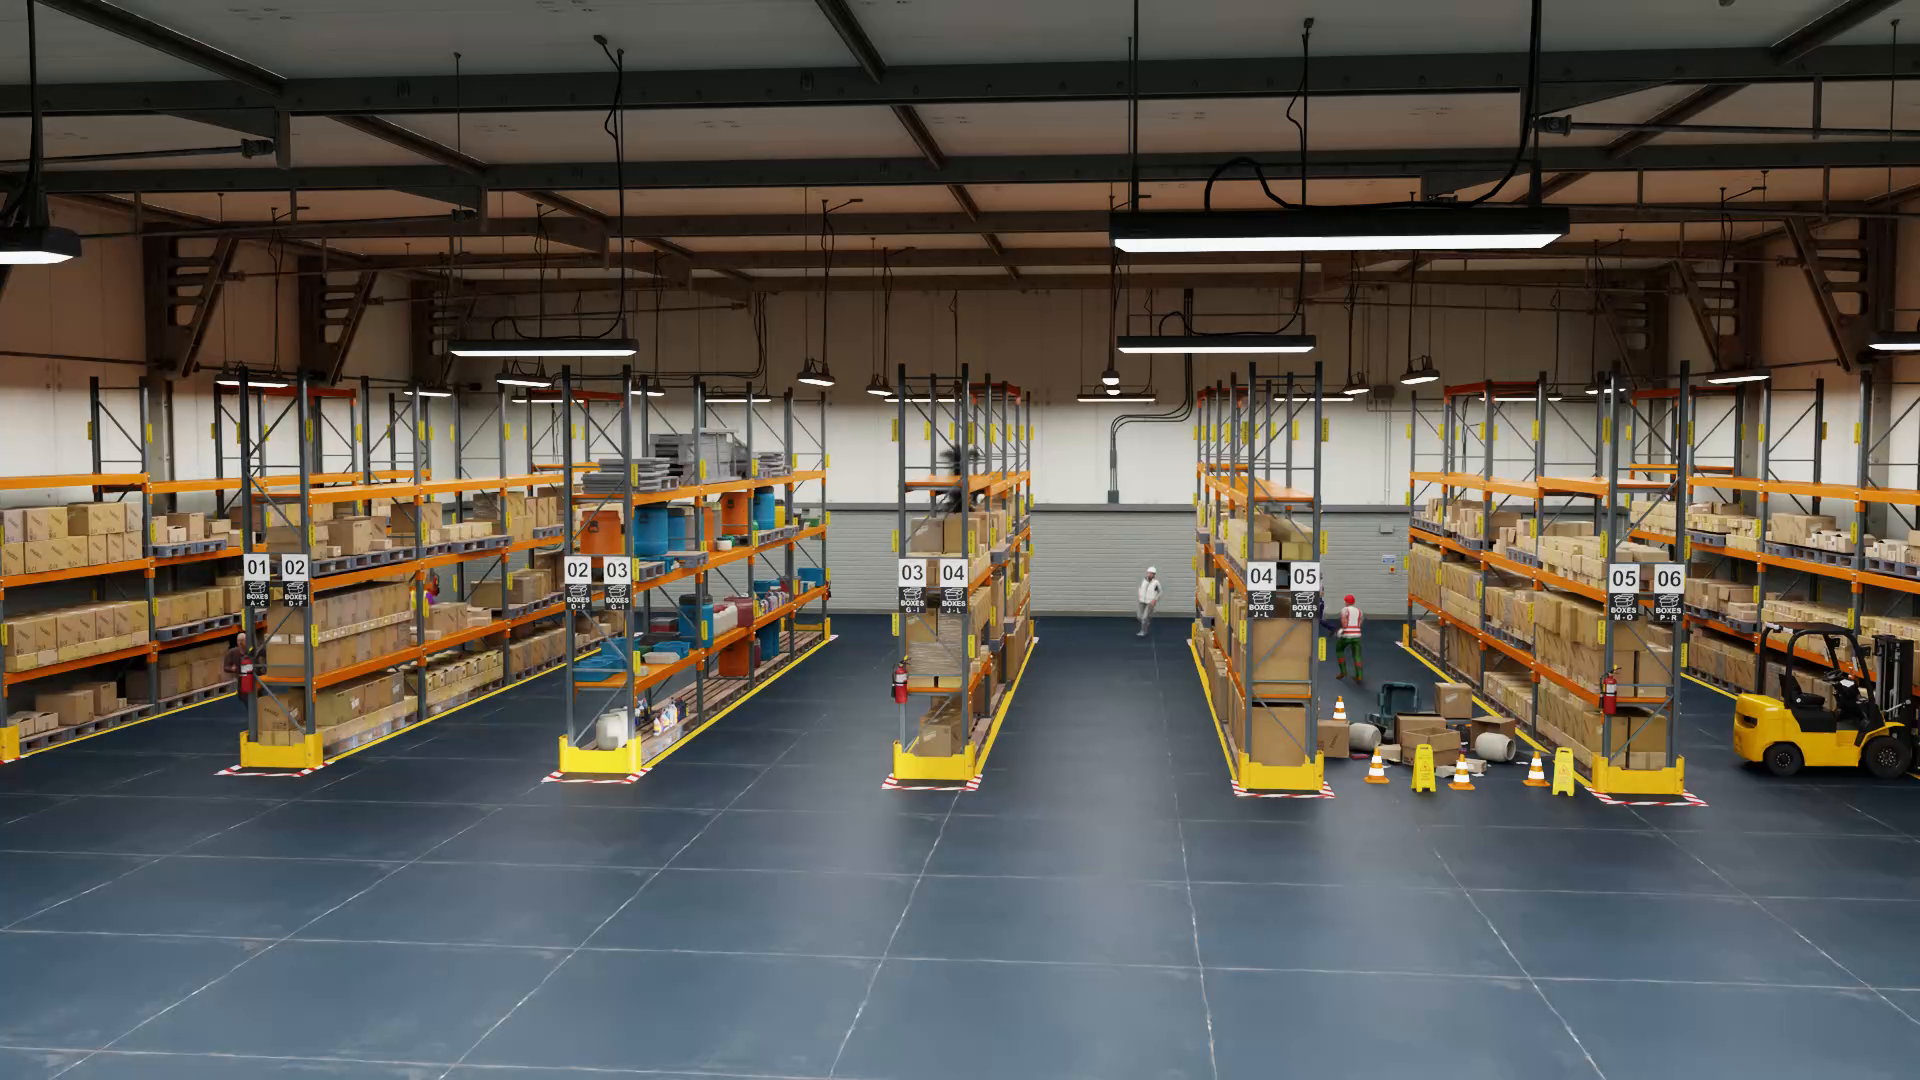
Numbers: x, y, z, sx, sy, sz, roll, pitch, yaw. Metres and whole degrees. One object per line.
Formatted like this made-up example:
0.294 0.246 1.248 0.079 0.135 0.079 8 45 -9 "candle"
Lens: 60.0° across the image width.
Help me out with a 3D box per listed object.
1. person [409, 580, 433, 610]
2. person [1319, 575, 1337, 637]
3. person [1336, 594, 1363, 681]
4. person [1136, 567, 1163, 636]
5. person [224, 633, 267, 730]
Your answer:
-12.115 1.742 37.134 0.693 1.790 0.721 0 4 -5 "person"
8.679 1.584 40.298 0.897 1.631 0.617 0 4 5 "person"
7.877 1.971 33.537 0.619 1.724 0.972 0 4 -7 "person"
4.686 1.525 40.958 0.717 1.731 0.568 2 4 34 "person"
-11.695 2.367 27.329 0.626 1.734 1.052 0 4 0 "person"
